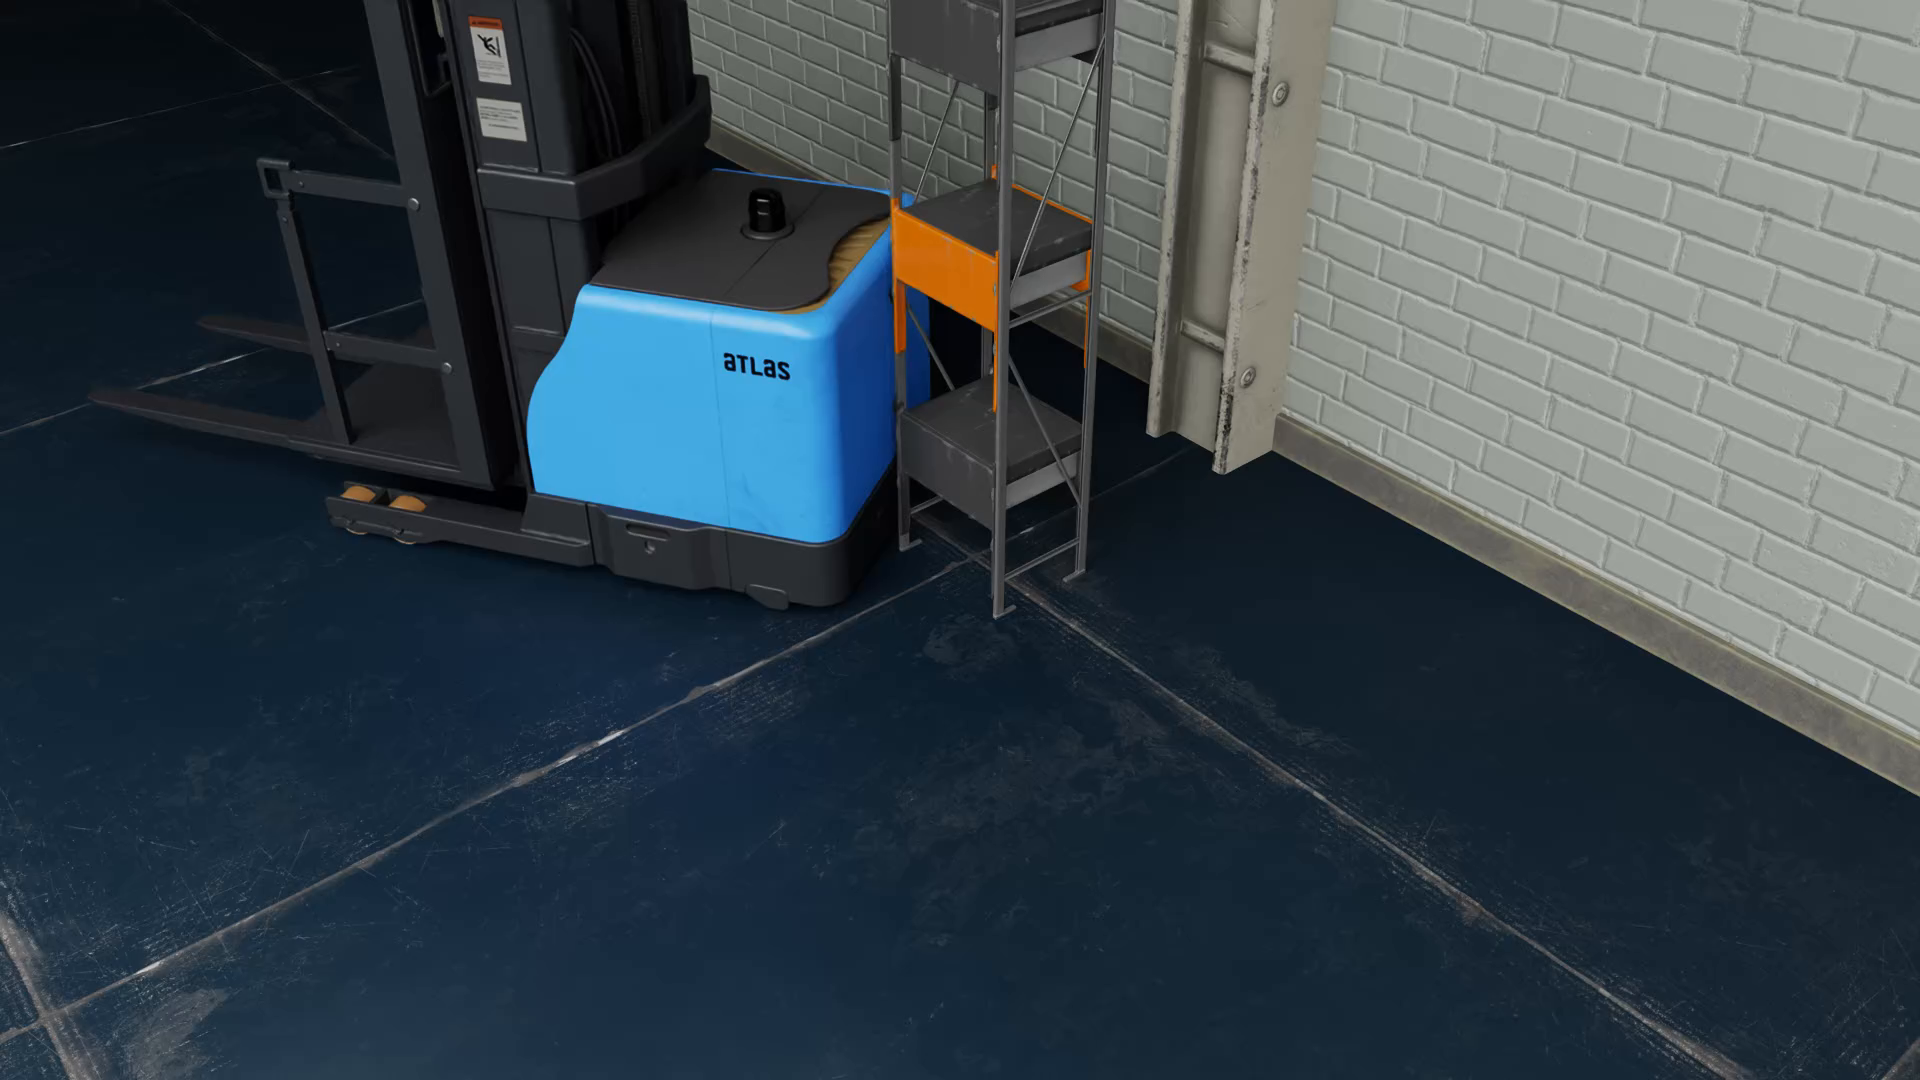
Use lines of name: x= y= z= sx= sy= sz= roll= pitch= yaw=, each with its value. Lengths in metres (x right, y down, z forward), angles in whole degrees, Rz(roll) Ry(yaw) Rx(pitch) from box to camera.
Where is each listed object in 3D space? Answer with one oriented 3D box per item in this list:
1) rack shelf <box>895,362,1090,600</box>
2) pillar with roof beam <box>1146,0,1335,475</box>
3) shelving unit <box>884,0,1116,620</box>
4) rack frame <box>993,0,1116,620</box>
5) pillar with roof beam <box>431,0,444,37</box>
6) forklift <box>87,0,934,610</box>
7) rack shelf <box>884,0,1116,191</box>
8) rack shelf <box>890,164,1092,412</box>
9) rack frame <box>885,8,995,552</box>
rack shelf: x=0.107 y=-0.201 z=5.452 sx=0.431 sy=0.518 sz=0.480 roll=-26 pitch=43 yaw=-32
pillar with roof beam: x=-2.340 y=-2.448 z=1.421 sx=9.100 sy=9.000 sz=0.400 roll=-26 pitch=43 yaw=-32
shelving unit: x=0.107 y=-0.784 z=5.040 sx=0.431 sy=2.100 sz=0.503 roll=-26 pitch=43 yaw=-32
rack frame: x=0.264 y=-0.676 z=4.888 sx=0.400 sy=2.100 sz=0.015 roll=-26 pitch=43 yaw=-32
pillar with roof beam: x=-6.212 y=-5.097 z=5.161 sx=9.100 sy=9.000 sz=0.400 roll=-26 pitch=43 yaw=-32
forklift: x=-1.666 y=-1.460 z=5.275 sx=3.031 sy=2.935 sz=1.130 roll=10 pitch=37 yaw=14
rack shelf: x=0.107 y=-1.344 z=4.643 sx=0.431 sy=0.518 sz=0.480 roll=-26 pitch=43 yaw=-32
rack shelf: x=0.107 y=-0.773 z=5.048 sx=0.431 sy=0.518 sz=0.480 roll=-26 pitch=43 yaw=-32
rack frame: x=-0.051 y=-0.892 z=5.192 sx=0.400 sy=2.100 sz=0.015 roll=-26 pitch=43 yaw=-32
